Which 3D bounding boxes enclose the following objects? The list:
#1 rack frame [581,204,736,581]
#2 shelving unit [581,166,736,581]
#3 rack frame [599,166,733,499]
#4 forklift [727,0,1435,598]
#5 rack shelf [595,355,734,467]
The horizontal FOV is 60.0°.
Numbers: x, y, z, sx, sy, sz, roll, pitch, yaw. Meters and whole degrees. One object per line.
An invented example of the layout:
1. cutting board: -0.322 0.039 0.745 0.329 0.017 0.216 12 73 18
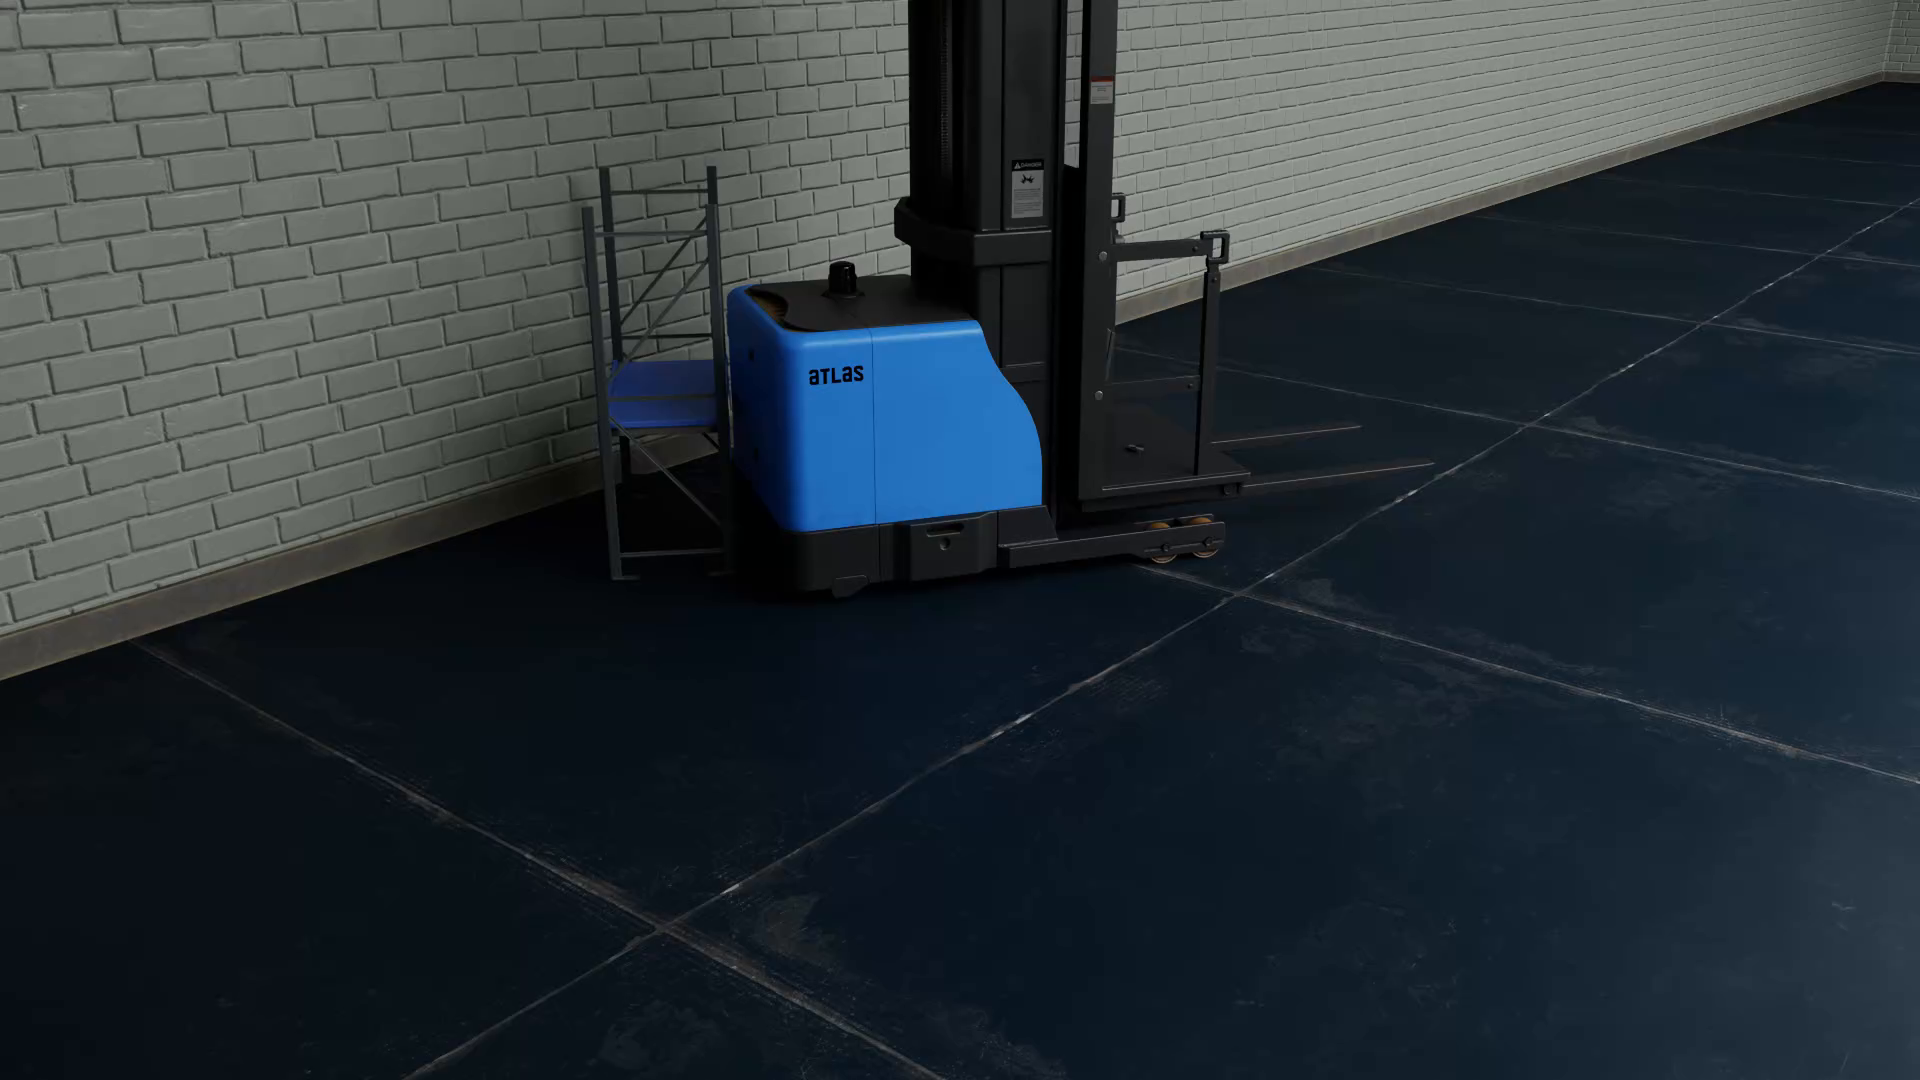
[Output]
1. rack frame: -1.167 -0.553 6.510 0.500 1.500 0.032 -3 21 -7
2. shelving unit: -1.236 -0.731 6.982 0.538 1.500 1.048 -3 21 -7
3. rack frame: -1.306 -0.909 7.453 0.500 1.500 0.032 -3 21 -7
4. forklift: 0.589 -1.443 6.841 3.031 2.935 1.130 -7 22 -18
5. rack shelf: -1.236 -0.563 7.045 0.538 0.185 1.000 -3 21 -7
